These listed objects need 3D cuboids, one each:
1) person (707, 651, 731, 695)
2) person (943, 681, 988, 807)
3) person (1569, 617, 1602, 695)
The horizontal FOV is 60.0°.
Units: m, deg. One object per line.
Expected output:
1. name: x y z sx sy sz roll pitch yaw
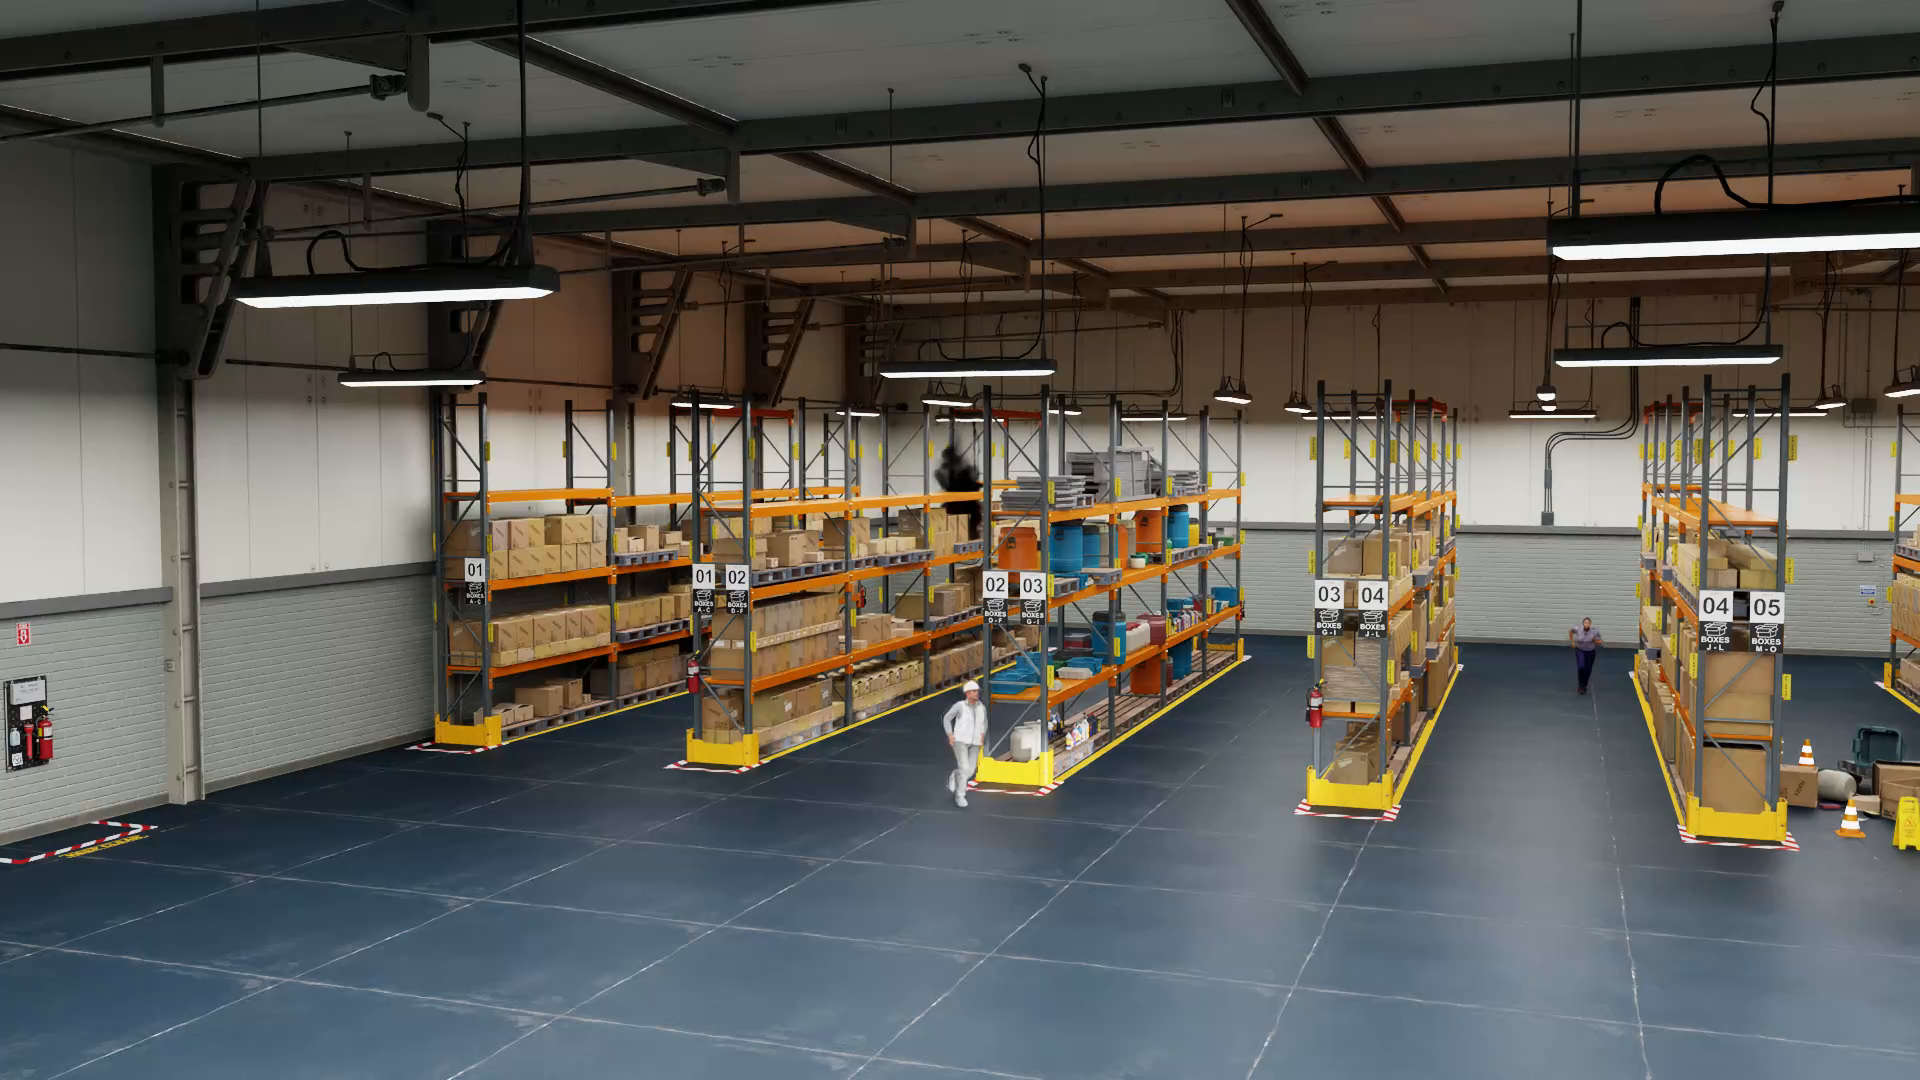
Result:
1. person: -4.308 2.552 30.337 0.670 1.776 0.822 1 3 25
2. person: 0.099 2.883 23.801 0.700 1.727 0.743 -2 3 -27
3. person: 12.874 2.375 34.246 0.594 1.603 0.880 1 3 11
